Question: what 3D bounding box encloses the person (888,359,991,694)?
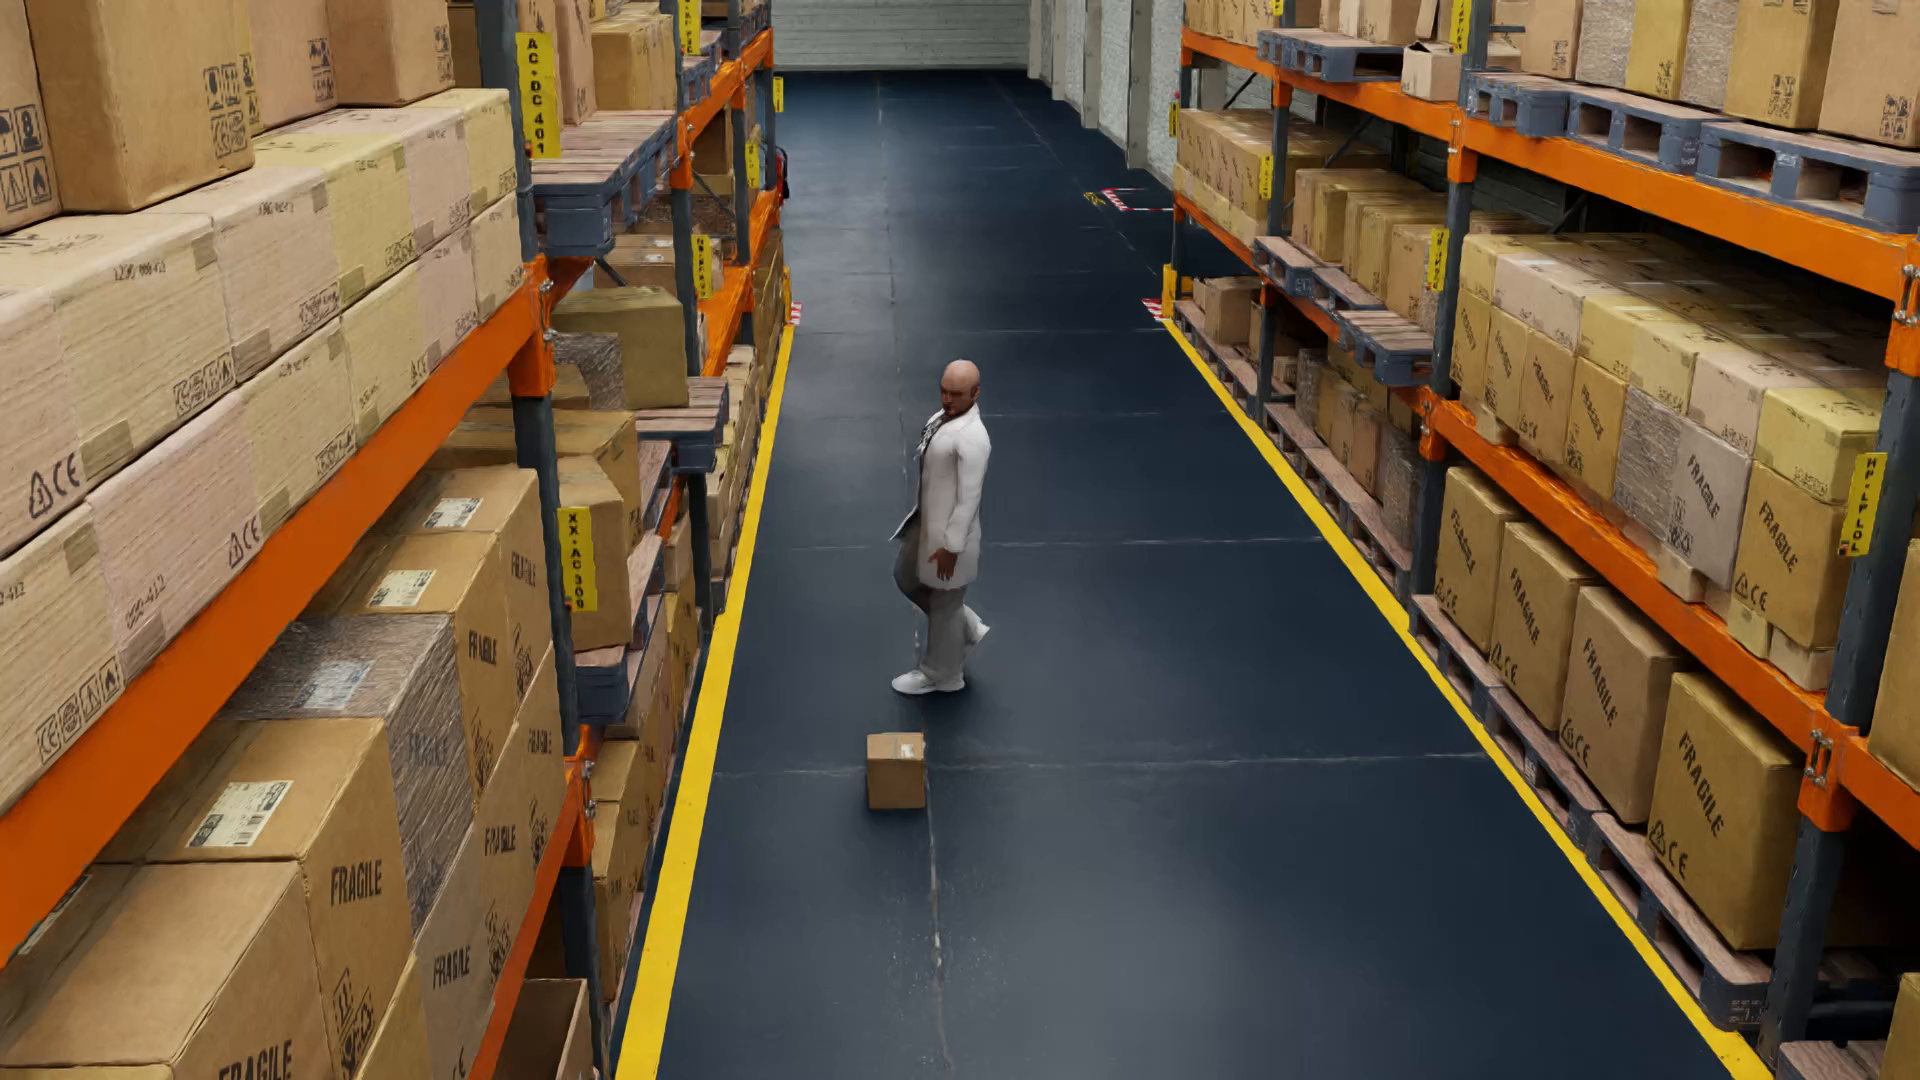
[{"bbox_3d":[-0.076,-0.052,8.216,0.524,1.776,0.700,-4,21,-12],"label":"person"}]
